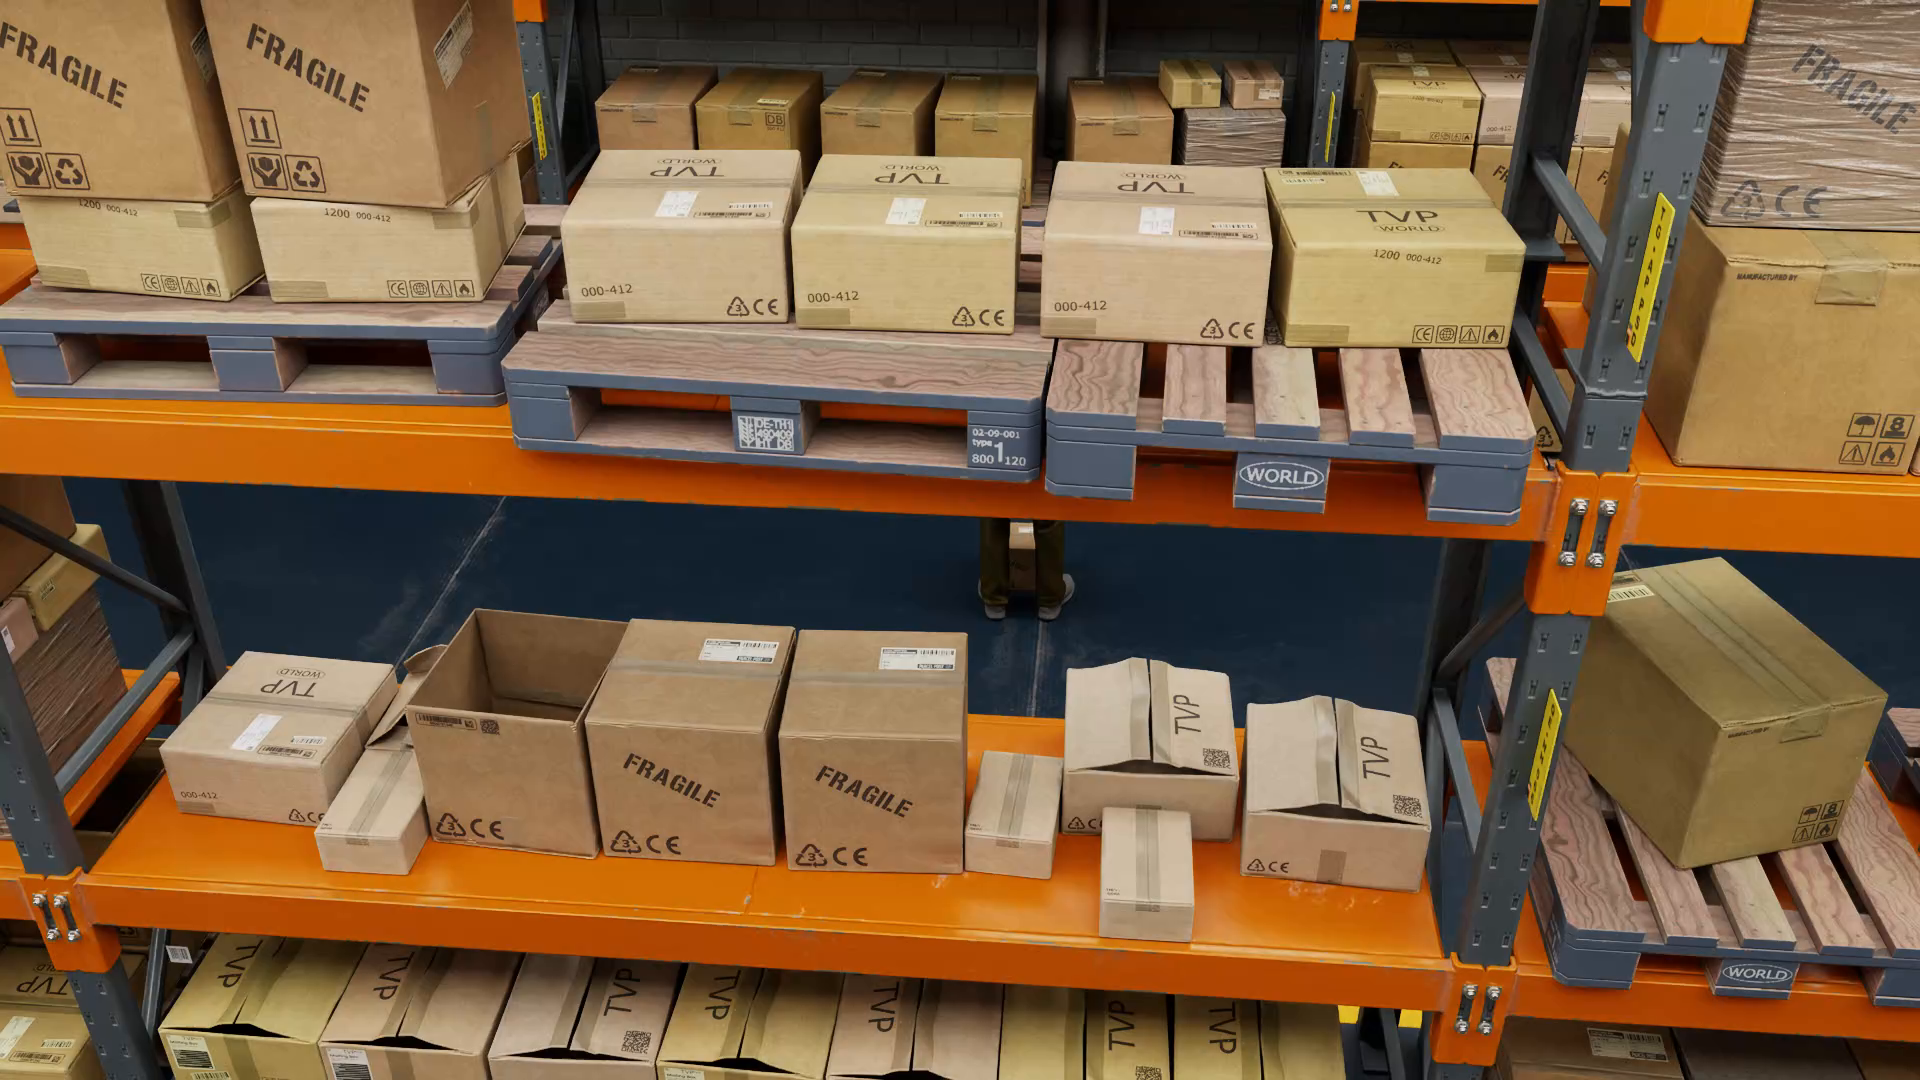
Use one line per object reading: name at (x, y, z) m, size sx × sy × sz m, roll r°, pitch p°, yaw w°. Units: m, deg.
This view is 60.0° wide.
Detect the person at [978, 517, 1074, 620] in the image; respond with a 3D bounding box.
person at (0.283, -0.439, 7.806) m, size 0.644 × 1.774 × 0.426 m, roll 3°, pitch 32°, yaw 4°
